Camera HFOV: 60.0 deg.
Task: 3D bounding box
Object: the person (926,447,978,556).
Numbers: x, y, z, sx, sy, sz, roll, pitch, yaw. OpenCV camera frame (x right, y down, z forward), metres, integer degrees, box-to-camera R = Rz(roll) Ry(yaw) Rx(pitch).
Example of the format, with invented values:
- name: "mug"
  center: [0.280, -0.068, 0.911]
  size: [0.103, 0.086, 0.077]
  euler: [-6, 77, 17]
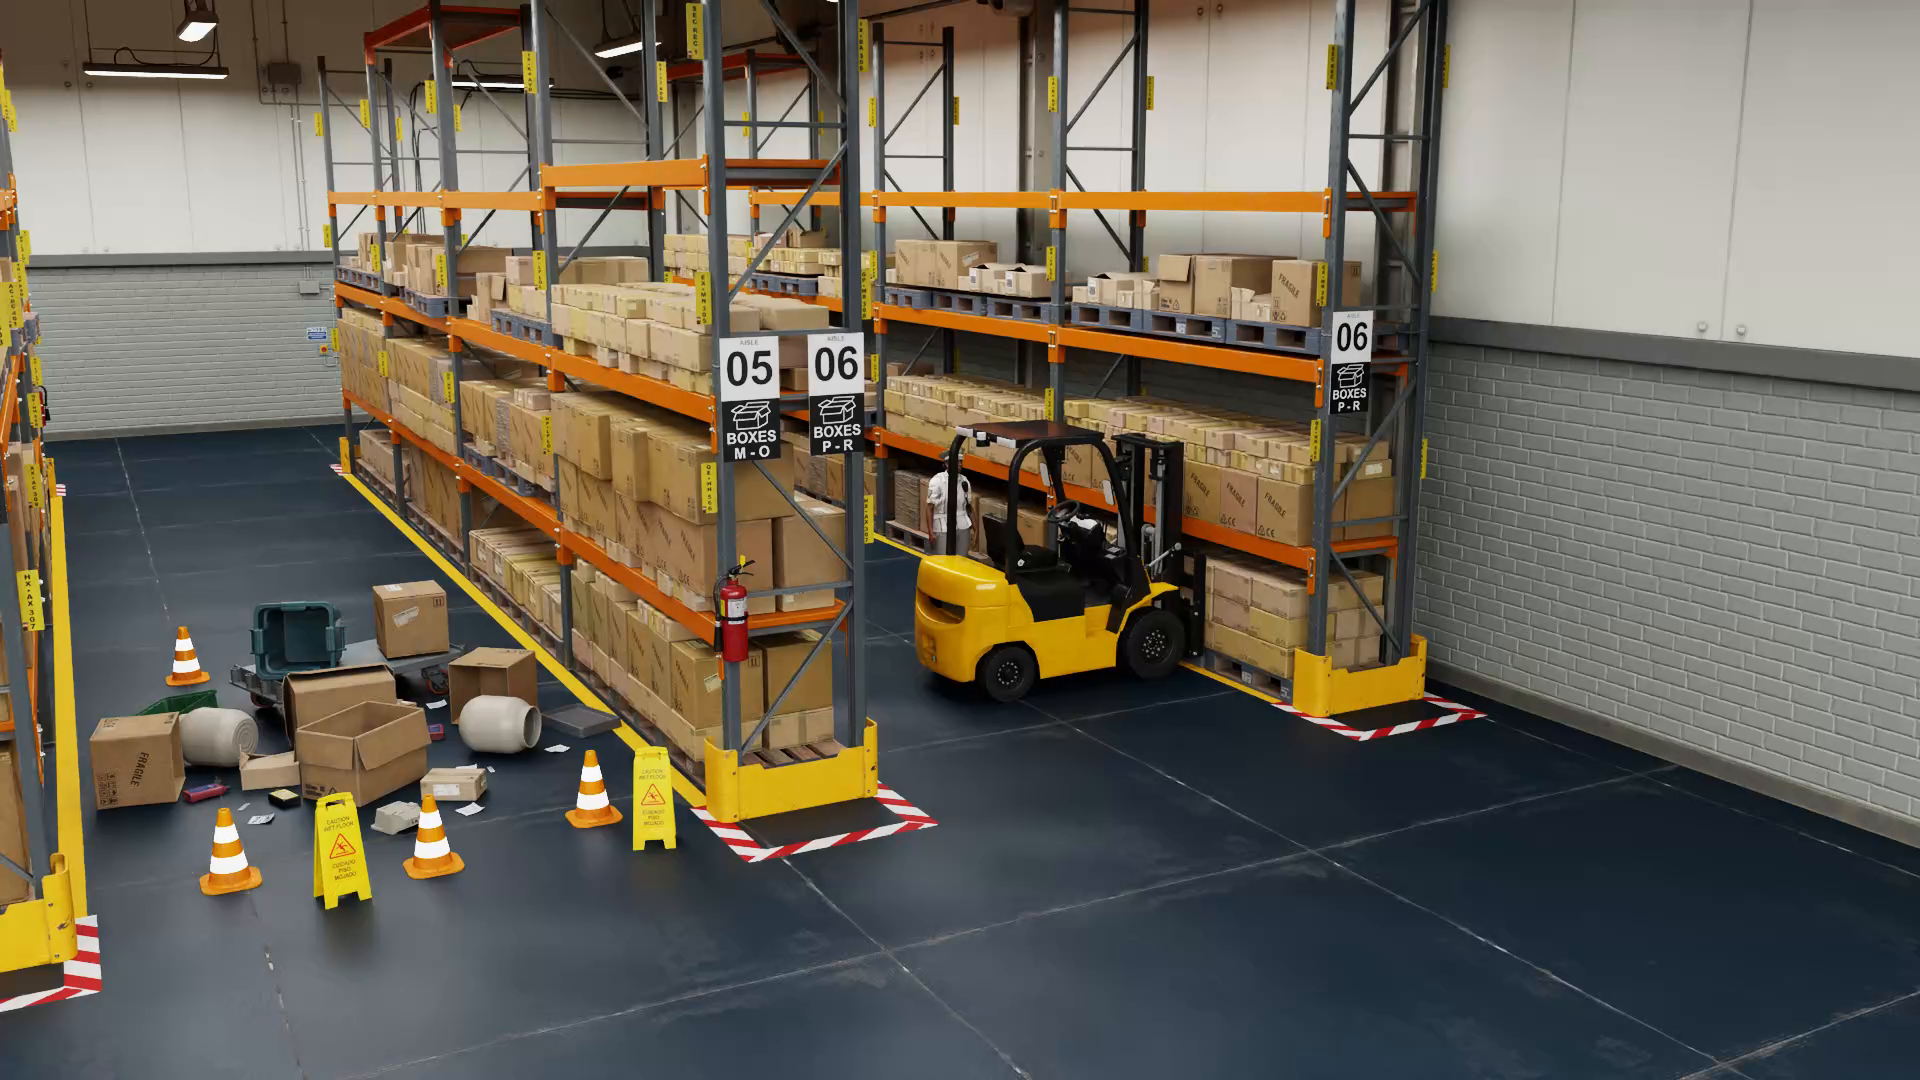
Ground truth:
- name: "person"
  center: [-0.062, -0.053, 16.081]
  size: [0.568, 1.694, 0.529]
  euler: [-6, 13, -28]
